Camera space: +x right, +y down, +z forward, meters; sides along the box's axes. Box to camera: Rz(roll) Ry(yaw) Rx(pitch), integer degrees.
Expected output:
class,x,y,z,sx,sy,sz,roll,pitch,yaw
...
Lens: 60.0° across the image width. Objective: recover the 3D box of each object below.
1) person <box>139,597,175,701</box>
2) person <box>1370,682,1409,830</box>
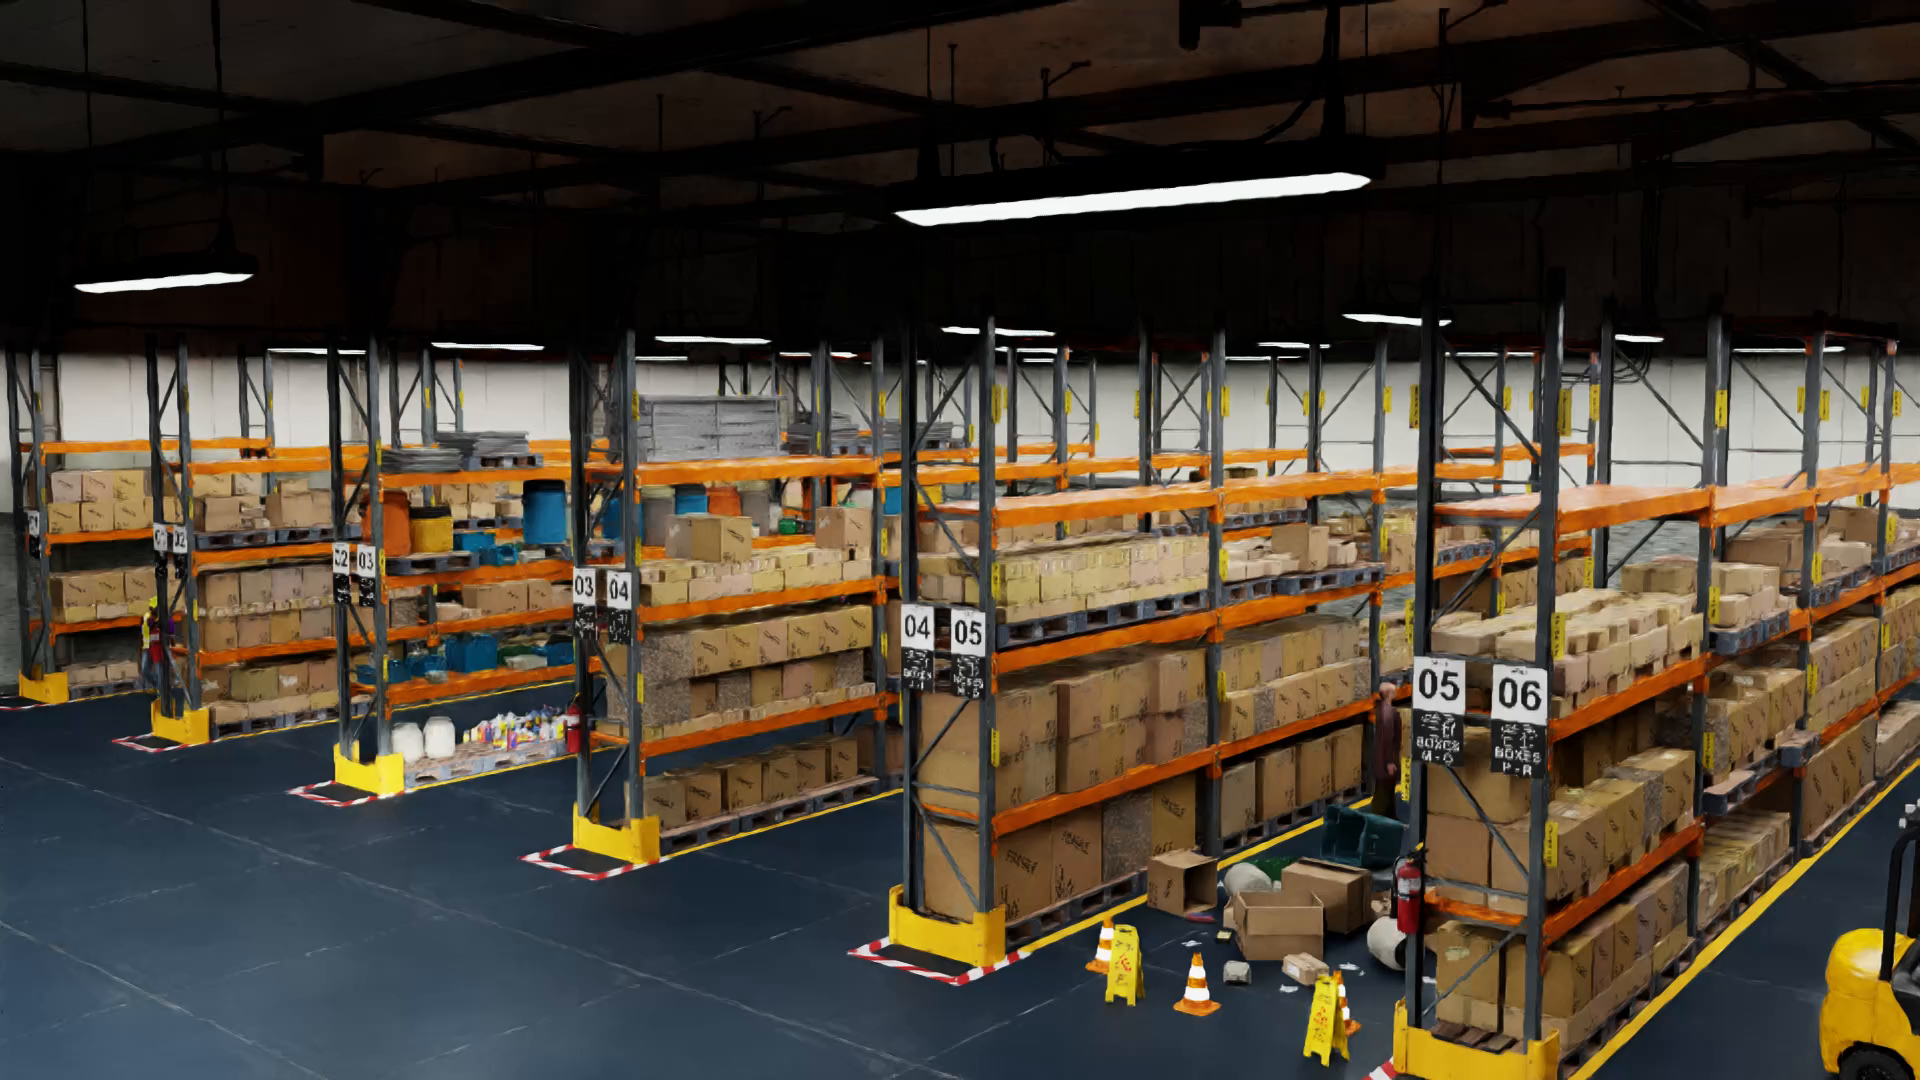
class,x,y,z,sx,sy,sz,roll,pitch,yaw
person,-13.345,1.806,27.661,0.616,1.759,0.571,0,5,3
person,4.997,2.579,19.293,0.514,1.682,0.638,1,5,9
